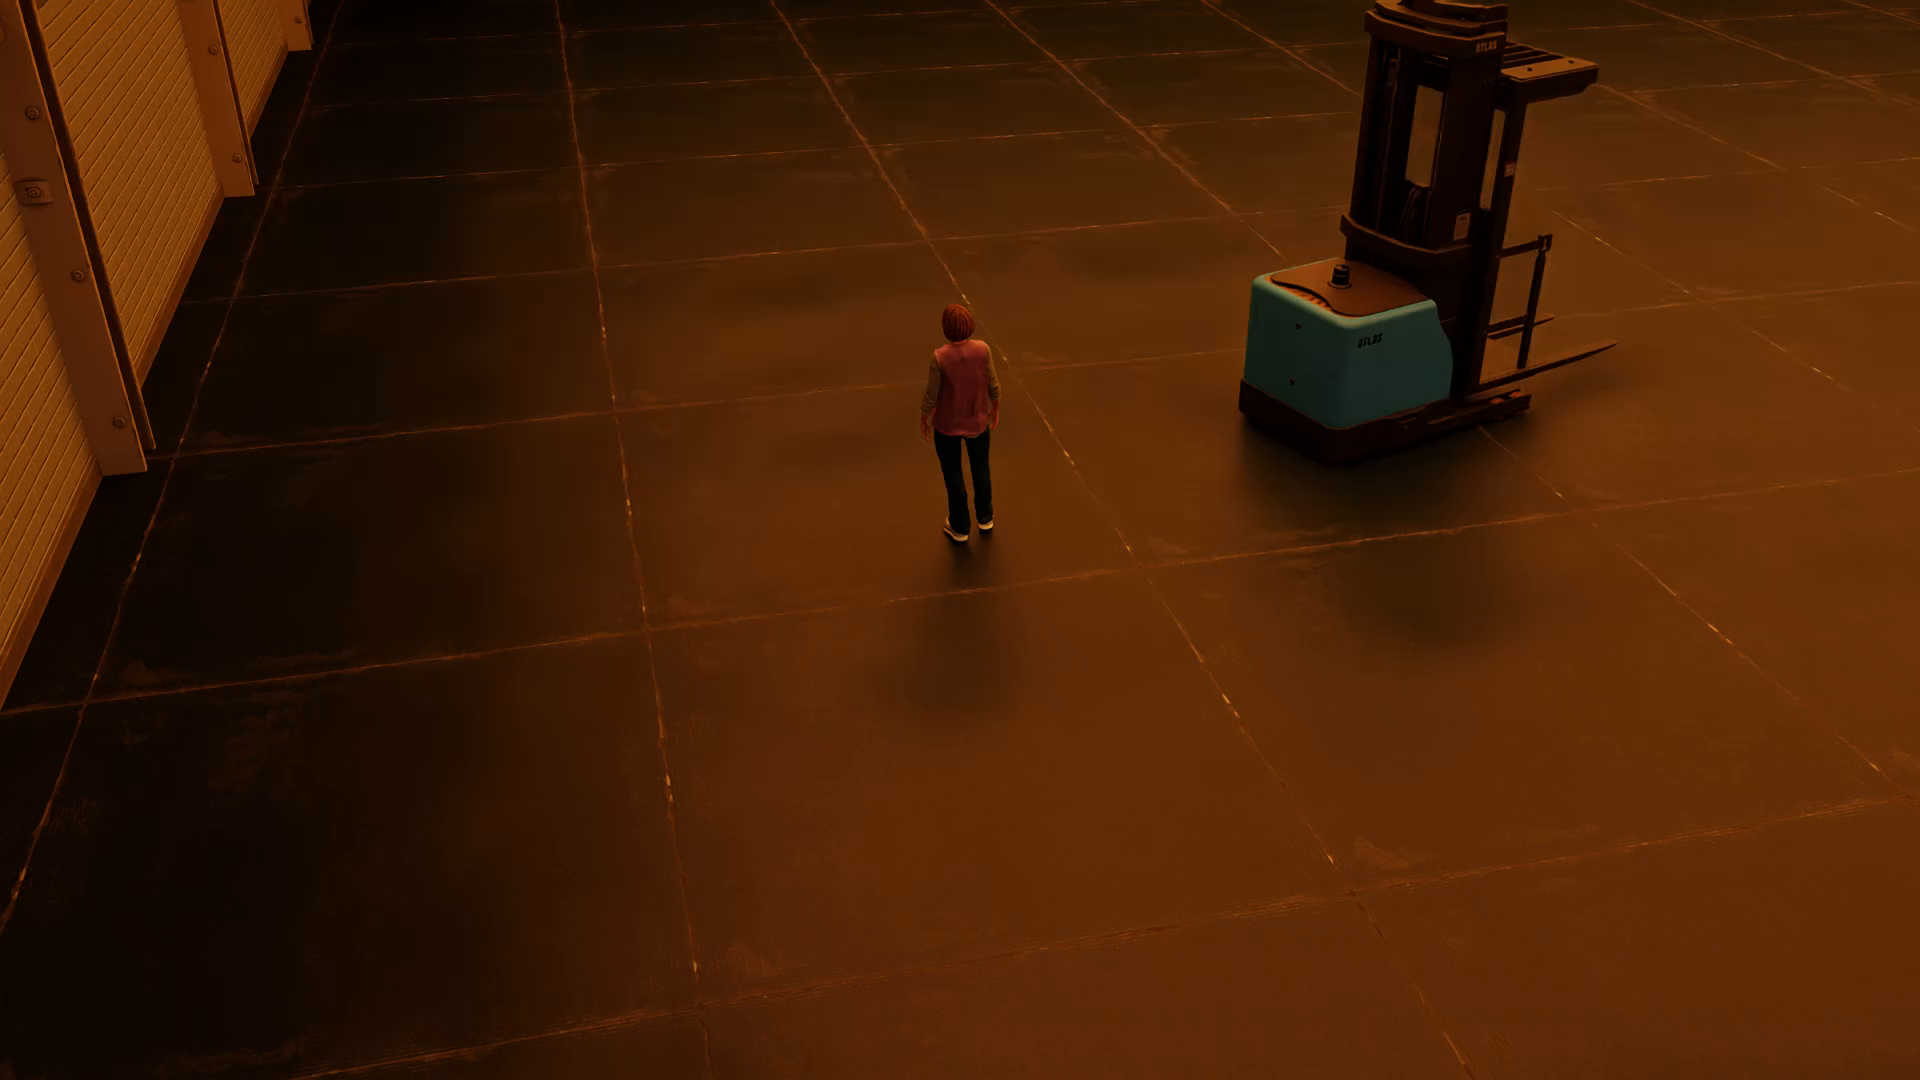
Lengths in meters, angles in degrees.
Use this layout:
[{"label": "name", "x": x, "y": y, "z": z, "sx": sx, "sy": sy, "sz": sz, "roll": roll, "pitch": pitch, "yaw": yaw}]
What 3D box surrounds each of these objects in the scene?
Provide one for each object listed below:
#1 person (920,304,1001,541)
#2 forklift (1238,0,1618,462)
[{"label": "person", "x": -0.003, "y": -0.735, "z": 10.161, "sx": 0.520, "sy": 1.597, "sz": 0.476, "roll": -7, "pitch": 31, "yaw": -12}, {"label": "forklift", "x": 3.539, "y": -2.335, "z": 11.608, "sx": 3.031, "sy": 2.935, "sz": 1.130, "roll": -17, "pitch": 34, "yaw": -26}]
